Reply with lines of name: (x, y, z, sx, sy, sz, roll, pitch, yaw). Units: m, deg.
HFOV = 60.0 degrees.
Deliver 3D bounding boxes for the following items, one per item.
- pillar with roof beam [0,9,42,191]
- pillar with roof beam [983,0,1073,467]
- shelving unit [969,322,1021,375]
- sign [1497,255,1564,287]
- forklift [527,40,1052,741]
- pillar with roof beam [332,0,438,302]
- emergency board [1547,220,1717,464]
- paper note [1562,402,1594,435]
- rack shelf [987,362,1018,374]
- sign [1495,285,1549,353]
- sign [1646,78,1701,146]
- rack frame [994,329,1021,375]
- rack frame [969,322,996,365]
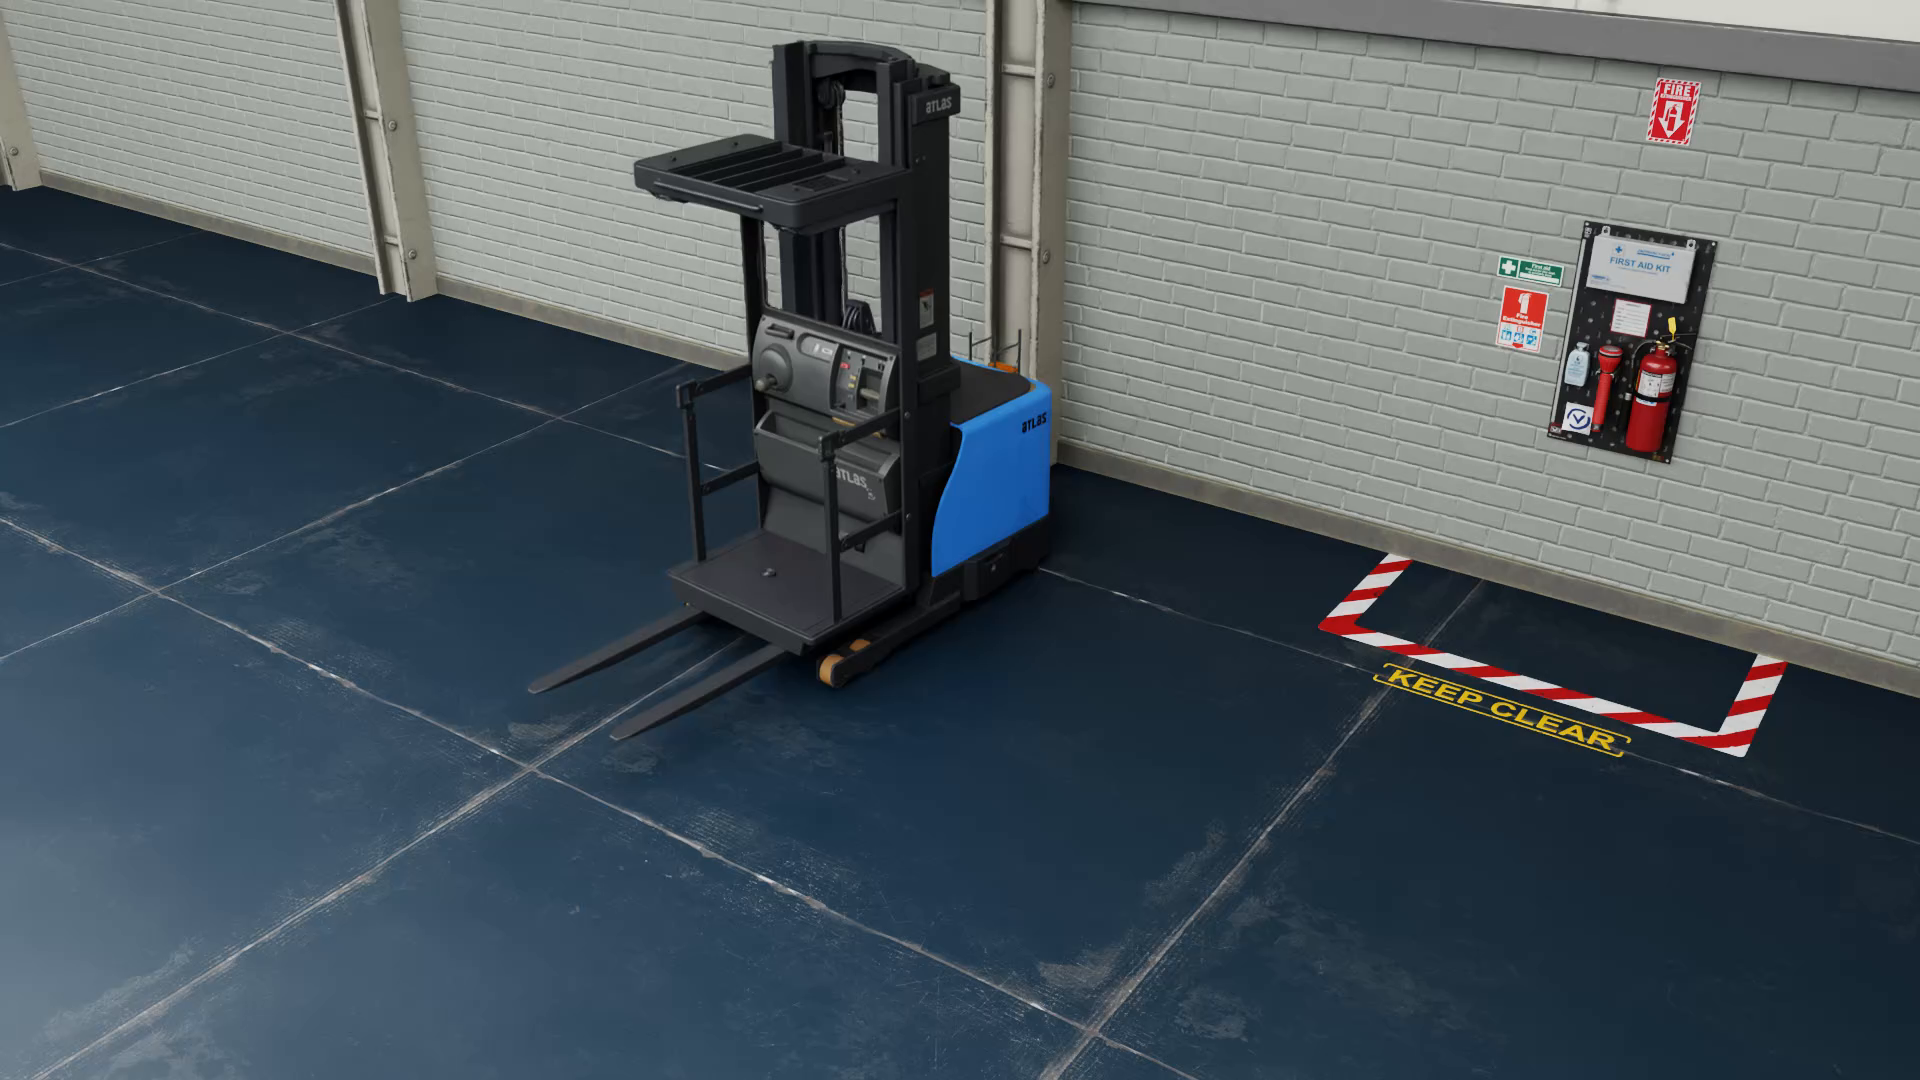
pillar with roof beam: (-11.935, -5.990, 11.599, 0.400, 9.000, 9.100, 17, 32, 30)
pillar with roof beam: (-2.044, -2.909, 5.544, 0.400, 9.000, 9.100, 17, 32, 30)
shelving unit: (0.199, -0.653, 9.709, 0.189, 1.200, 0.258, 21, 34, 35)
sign: (2.925, -1.381, 8.533, 0.331, 0.109, 0.001, 17, 32, 30)
forklift: (-0.818, -0.826, 8.142, 1.130, 2.935, 3.031, 21, 34, 35)
pillar with roof beam: (-6.989, -4.450, 8.572, 0.400, 9.000, 9.100, 17, 32, 30)
emergency board: (3.324, -0.953, 8.315, 0.643, 1.169, 0.194, 17, 32, 30)
paper note: (3.217, -0.631, 8.655, 0.142, 0.148, 0.016, 17, 32, 30)
rack shelf: (0.200, -0.934, 9.566, 0.180, 0.103, 0.258, 21, 34, 35)
sign: (2.927, -1.149, 8.662, 0.234, 0.329, 0.001, 17, 32, 30)
sign: (3.374, -2.025, 7.867, 0.199, 0.298, 0.001, 17, 32, 30)
rack frame: (0.269, -0.626, 9.656, 0.006, 1.200, 0.240, 21, 34, 35)
rack frame: (0.130, -0.679, 9.762, 0.006, 1.200, 0.240, 21, 34, 35)
